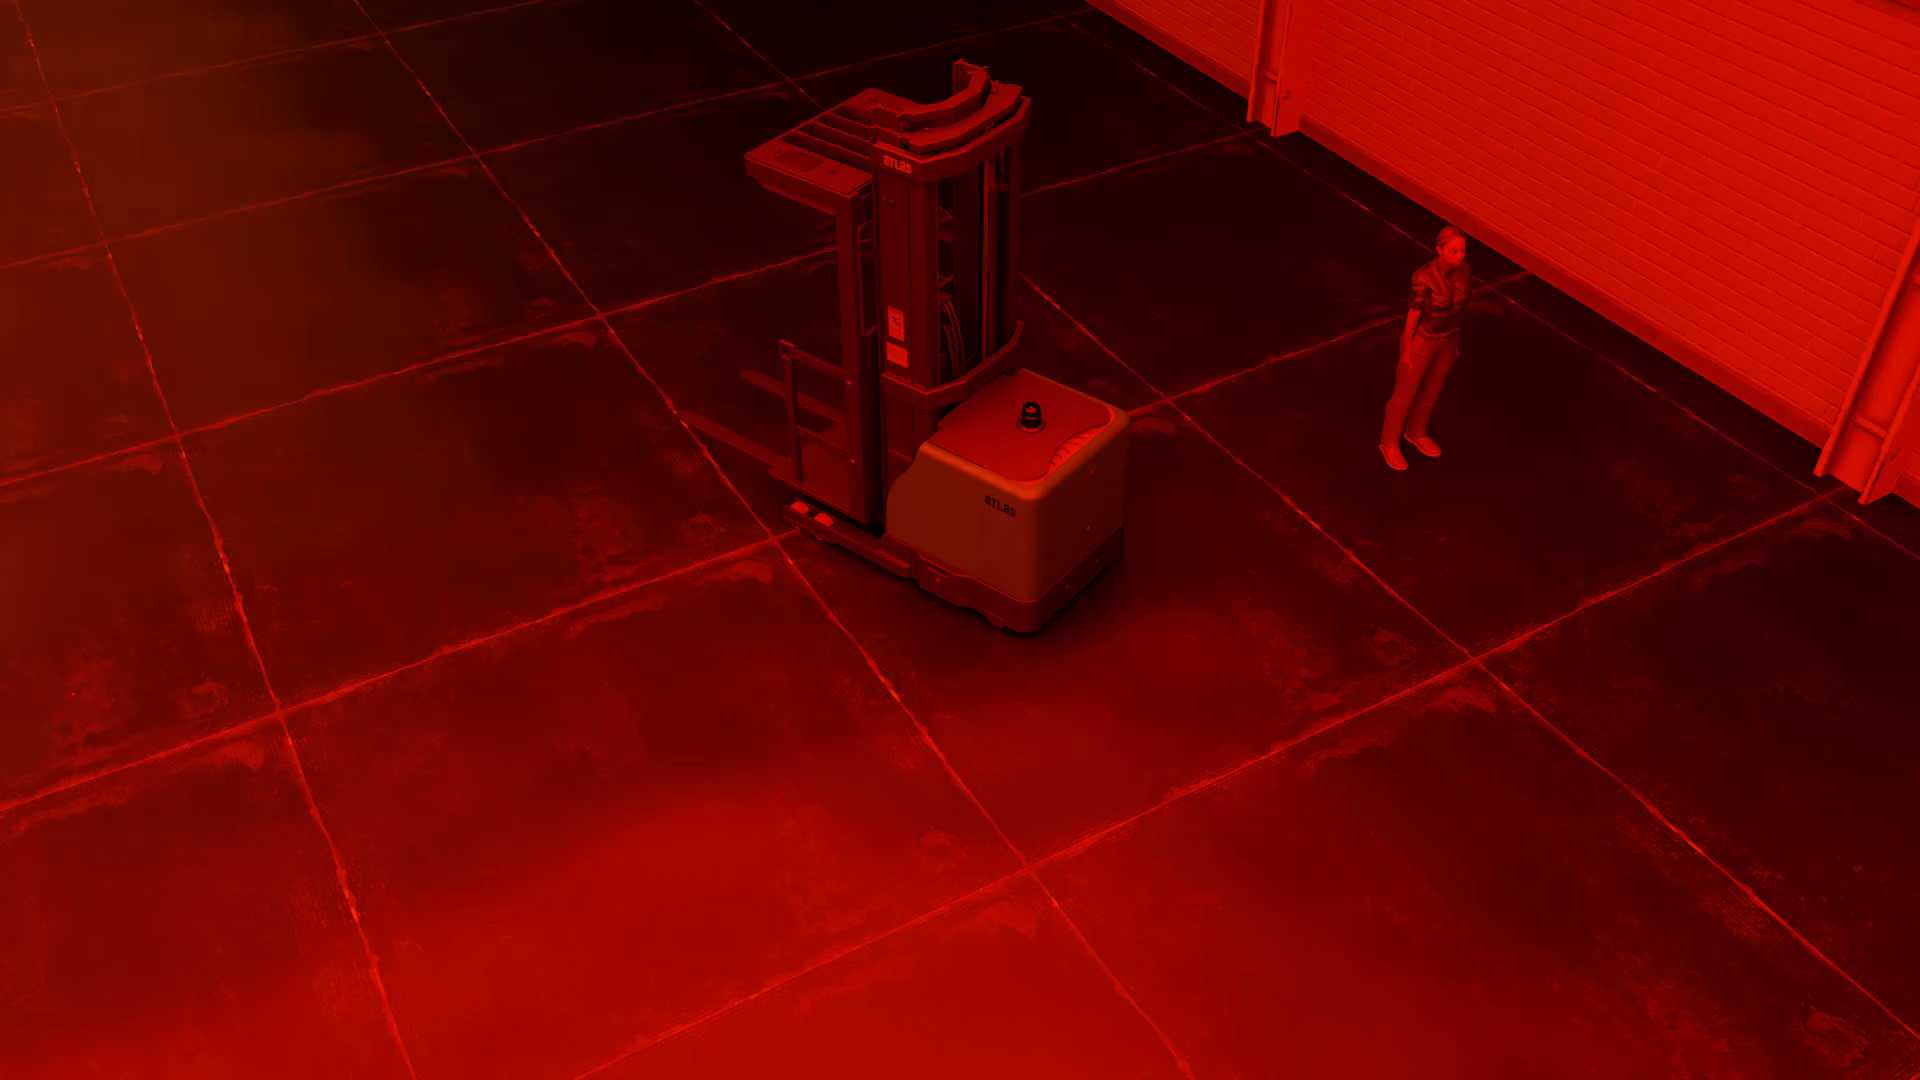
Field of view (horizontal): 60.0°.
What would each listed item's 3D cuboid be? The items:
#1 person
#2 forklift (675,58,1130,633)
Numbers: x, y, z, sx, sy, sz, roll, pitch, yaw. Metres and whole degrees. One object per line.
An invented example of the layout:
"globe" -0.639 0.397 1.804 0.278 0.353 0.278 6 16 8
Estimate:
"person" 2.980 -1.221 10.519 0.448 1.647 0.331 -18 43 -21
"forklift" -0.481 -1.366 9.683 3.031 2.935 1.130 26 46 28
